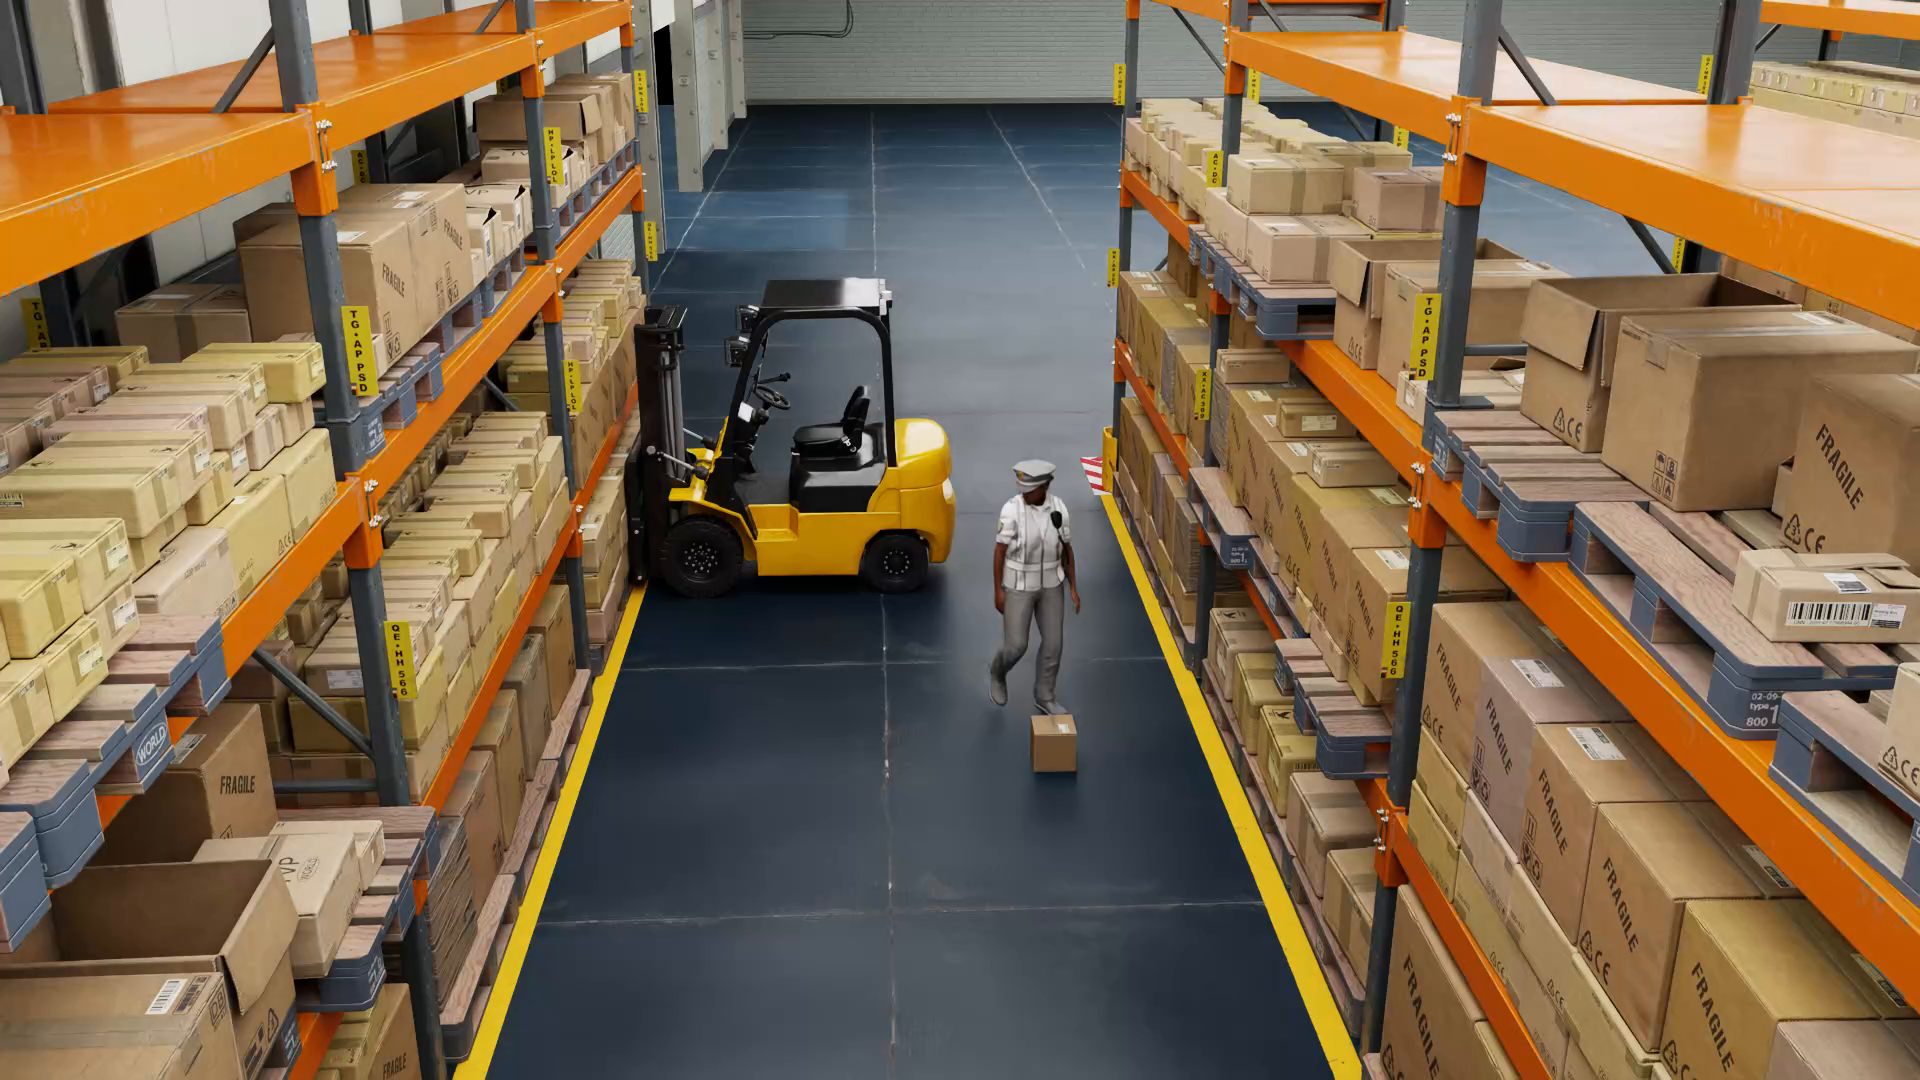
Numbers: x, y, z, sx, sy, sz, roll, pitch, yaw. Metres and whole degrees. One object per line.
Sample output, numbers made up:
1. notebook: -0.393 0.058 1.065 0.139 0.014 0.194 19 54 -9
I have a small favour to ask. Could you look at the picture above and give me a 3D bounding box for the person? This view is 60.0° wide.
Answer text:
1. person: 0.451 0.295 10.236 0.500 1.655 0.498 -8 22 -21
